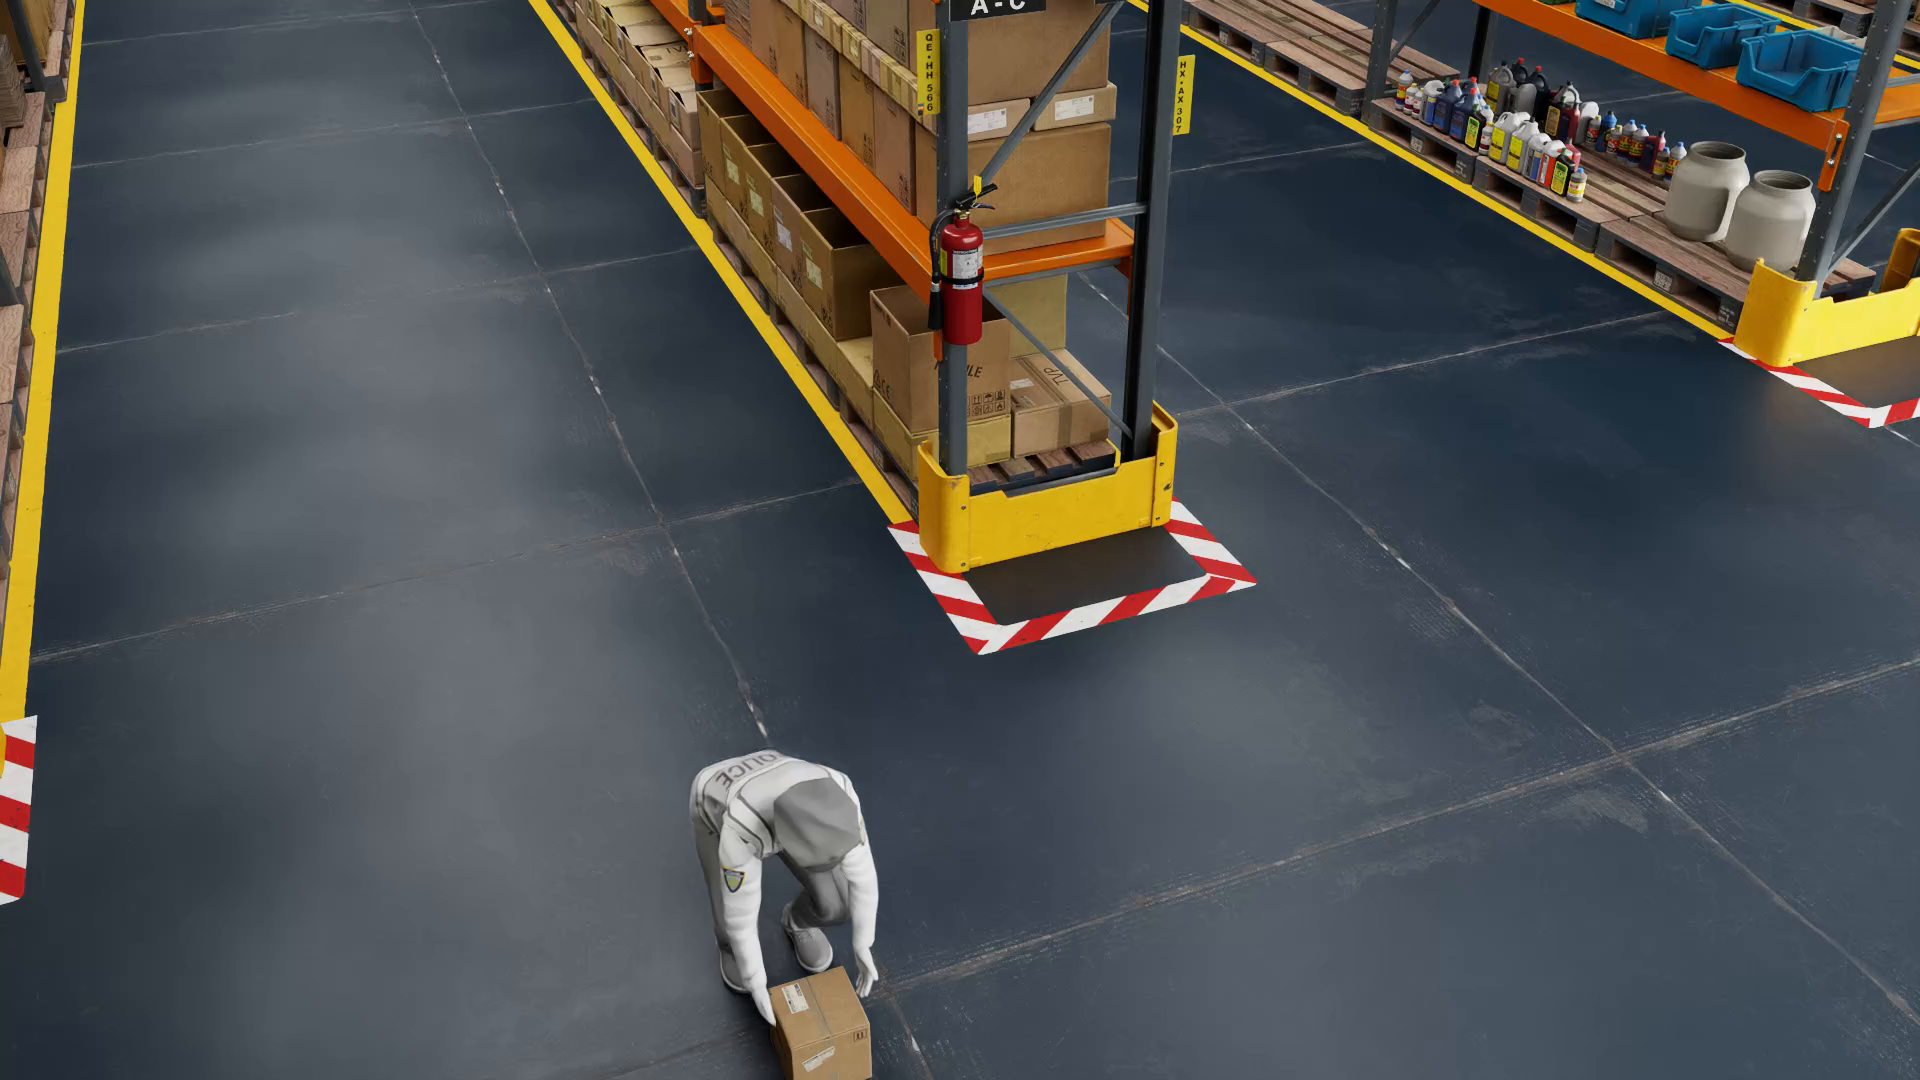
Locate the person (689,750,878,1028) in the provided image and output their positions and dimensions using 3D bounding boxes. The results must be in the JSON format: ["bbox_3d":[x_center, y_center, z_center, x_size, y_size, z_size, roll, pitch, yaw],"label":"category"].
[{"bbox_3d":[-0.546,1.013,5.198,0.501,1.028,0.837,-13,36,-19],"label":"person"}]
